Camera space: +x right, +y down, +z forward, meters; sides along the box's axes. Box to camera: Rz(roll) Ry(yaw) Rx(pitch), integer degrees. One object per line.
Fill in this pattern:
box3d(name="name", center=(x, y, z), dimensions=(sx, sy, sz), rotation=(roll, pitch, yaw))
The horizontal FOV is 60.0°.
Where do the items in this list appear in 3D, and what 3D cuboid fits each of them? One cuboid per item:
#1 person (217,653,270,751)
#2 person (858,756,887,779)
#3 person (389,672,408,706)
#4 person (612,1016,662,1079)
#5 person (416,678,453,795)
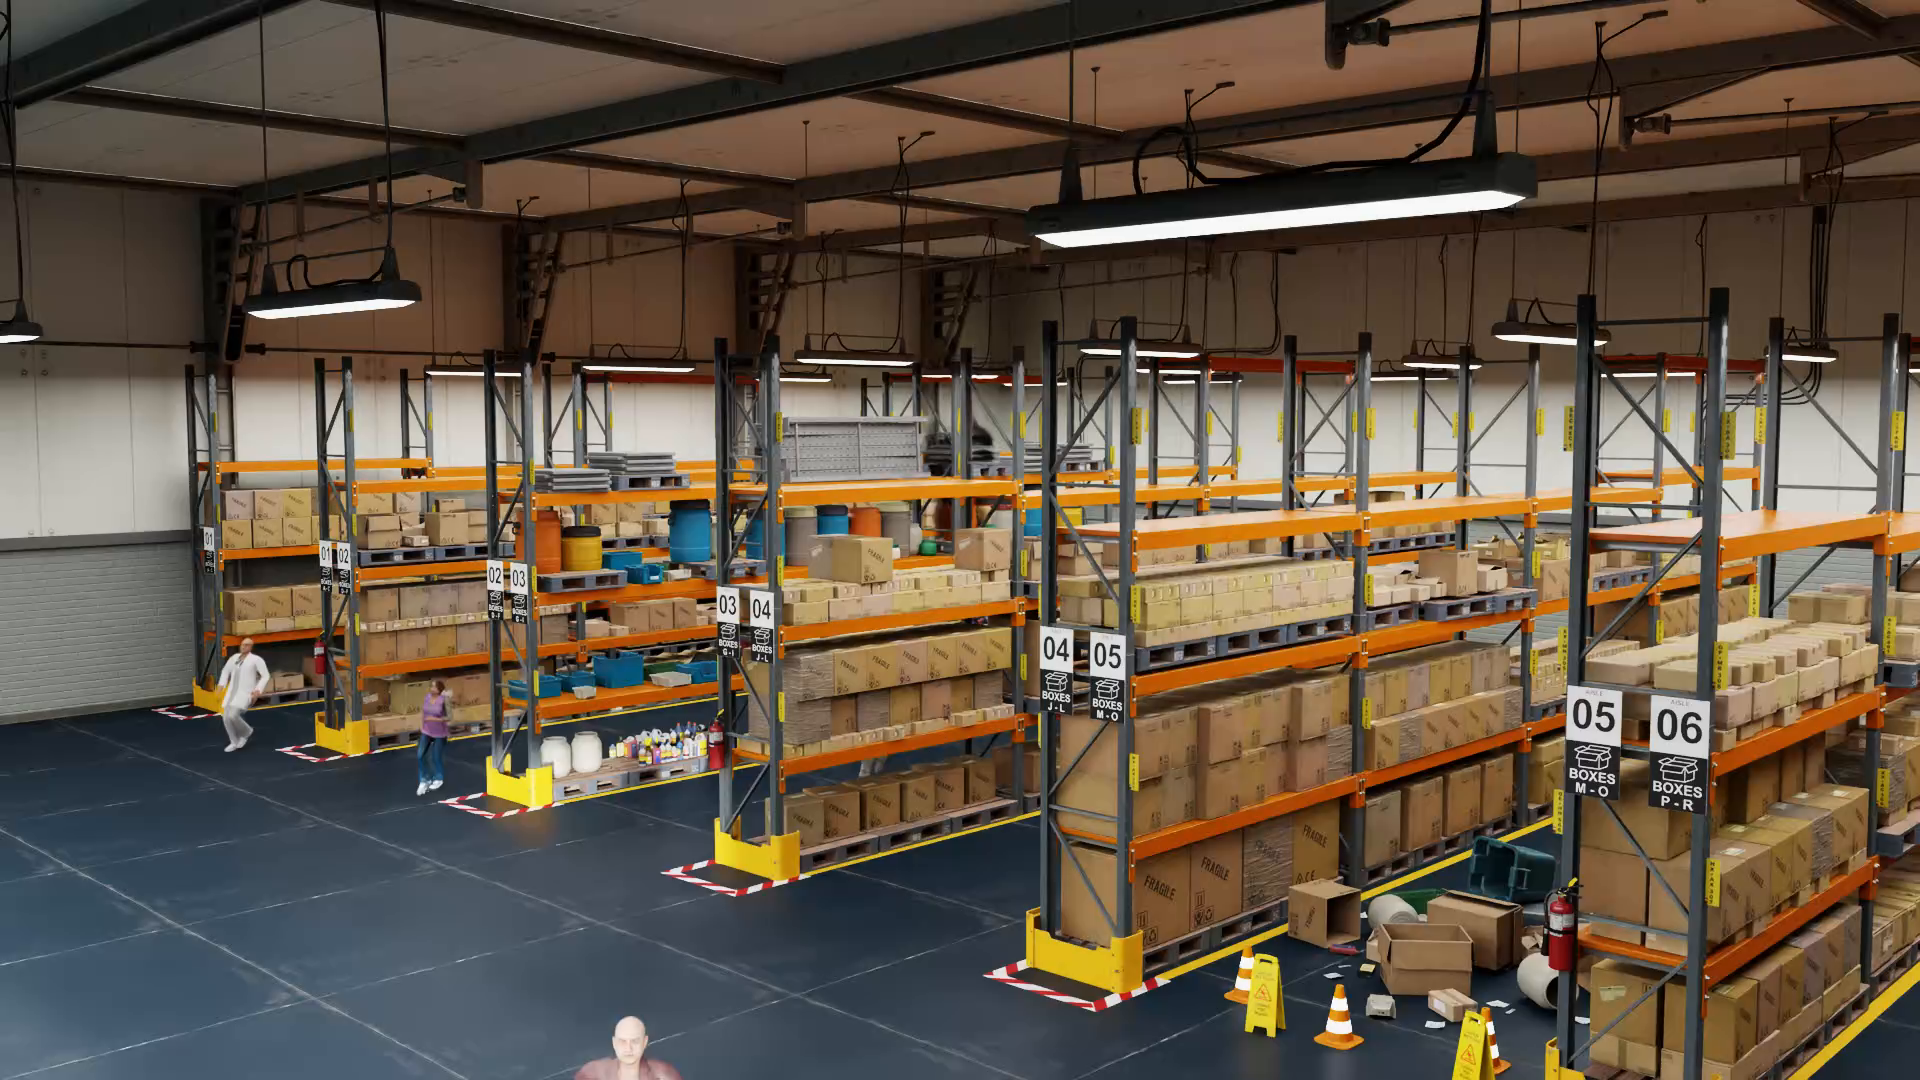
box3d(name="person", center=(-11.020, 2.470, 25.429), dimensions=(0.770, 1.520, 0.538), rotation=(1, 5, 18))
box3d(name="person", center=(-1.255, 2.539, 23.255), dimensions=(0.609, 1.648, 0.938), rotation=(3, 5, 35))
box3d(name="person", center=(-9.407, 2.088, 28.155), dimensions=(0.526, 1.638, 0.809), rotation=(3, 5, 33))
box3d(name="person", center=(-1.848, 3.571, 9.277), dimensions=(0.640, 1.842, 0.825), rotation=(-1, 4, -12))
box3d(name="person", center=(-7.114, 2.659, 22.570), dimensions=(0.524, 1.596, 0.611), rotation=(0, 4, 6))
